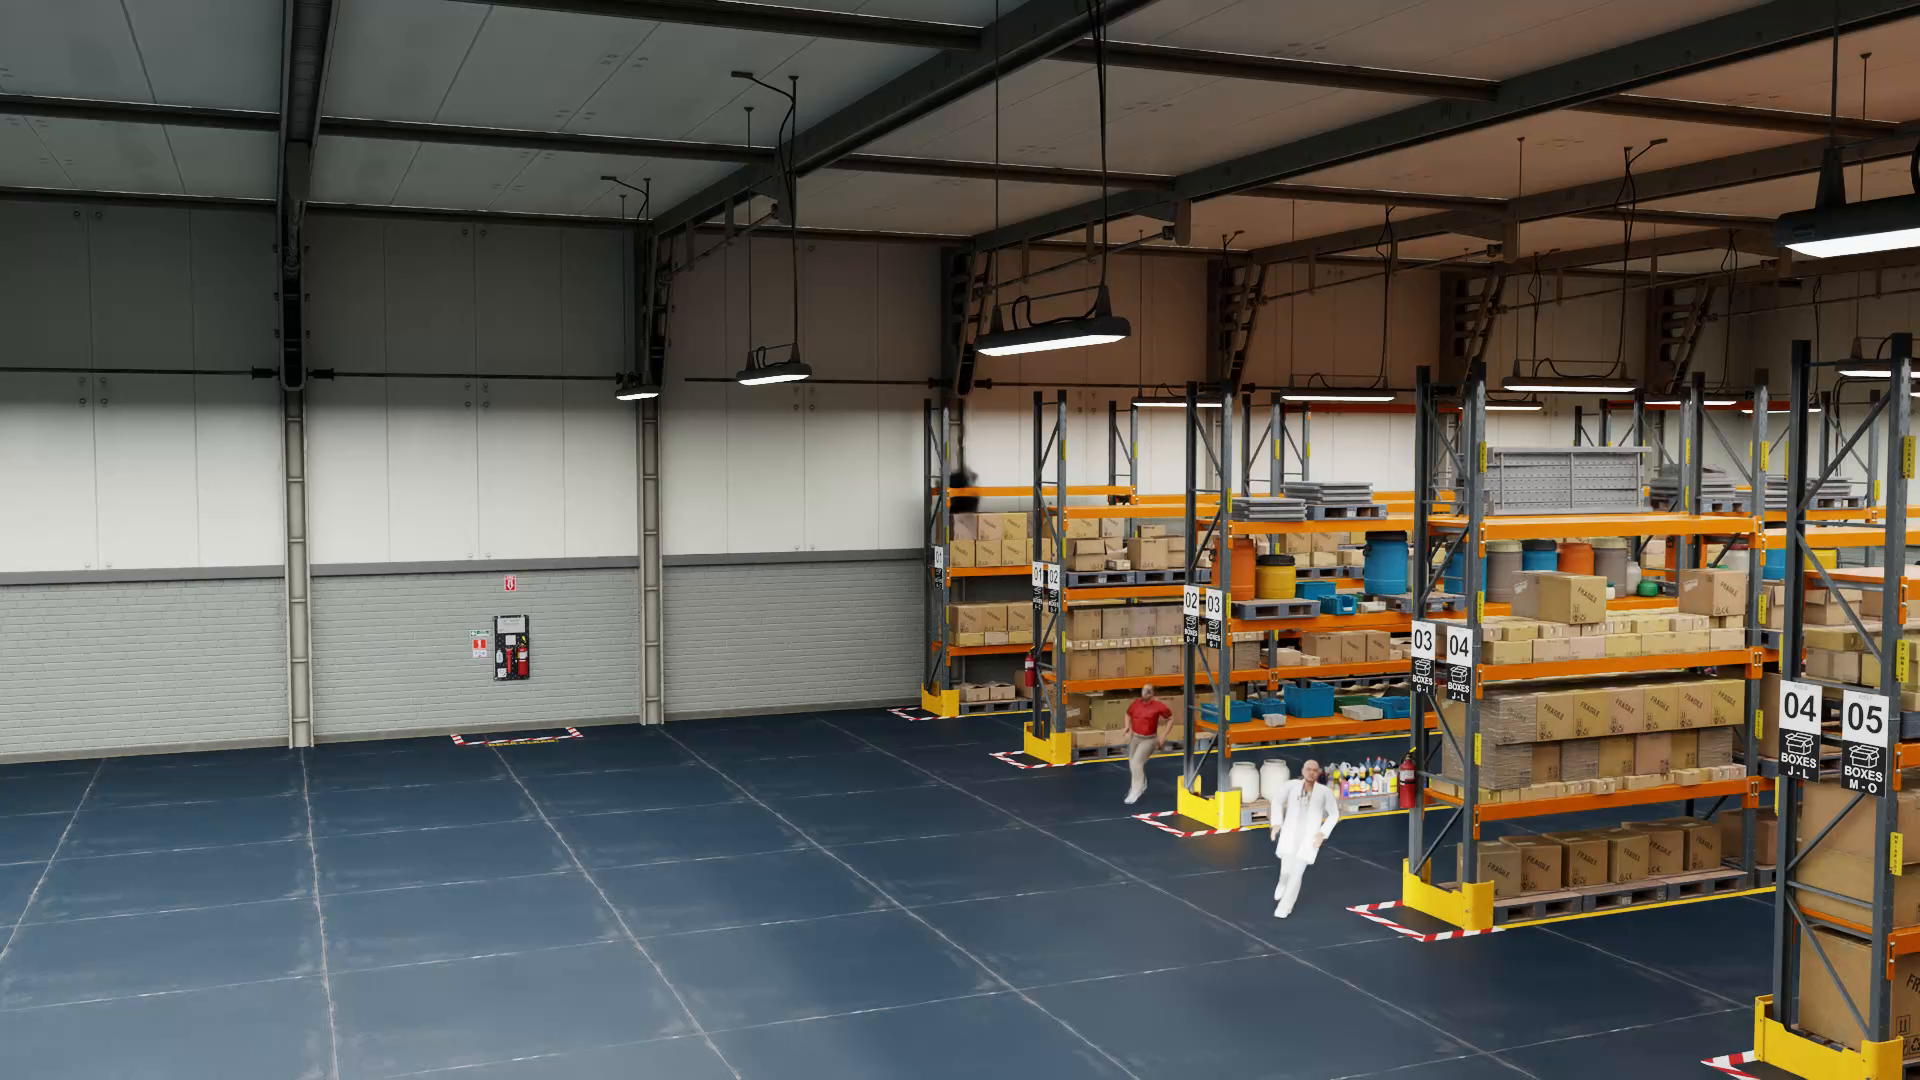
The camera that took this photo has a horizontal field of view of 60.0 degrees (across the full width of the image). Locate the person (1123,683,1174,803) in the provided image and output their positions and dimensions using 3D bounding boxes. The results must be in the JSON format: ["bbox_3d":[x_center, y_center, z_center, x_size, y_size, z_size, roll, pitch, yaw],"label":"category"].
[{"bbox_3d":[2.667,2.927,23.926,0.730,1.757,0.697,3,5,43],"label":"person"}]

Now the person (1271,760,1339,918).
[{"bbox_3d":[3.751,3.244,18.134,0.734,1.702,0.585,1,4,17],"label":"person"}]
